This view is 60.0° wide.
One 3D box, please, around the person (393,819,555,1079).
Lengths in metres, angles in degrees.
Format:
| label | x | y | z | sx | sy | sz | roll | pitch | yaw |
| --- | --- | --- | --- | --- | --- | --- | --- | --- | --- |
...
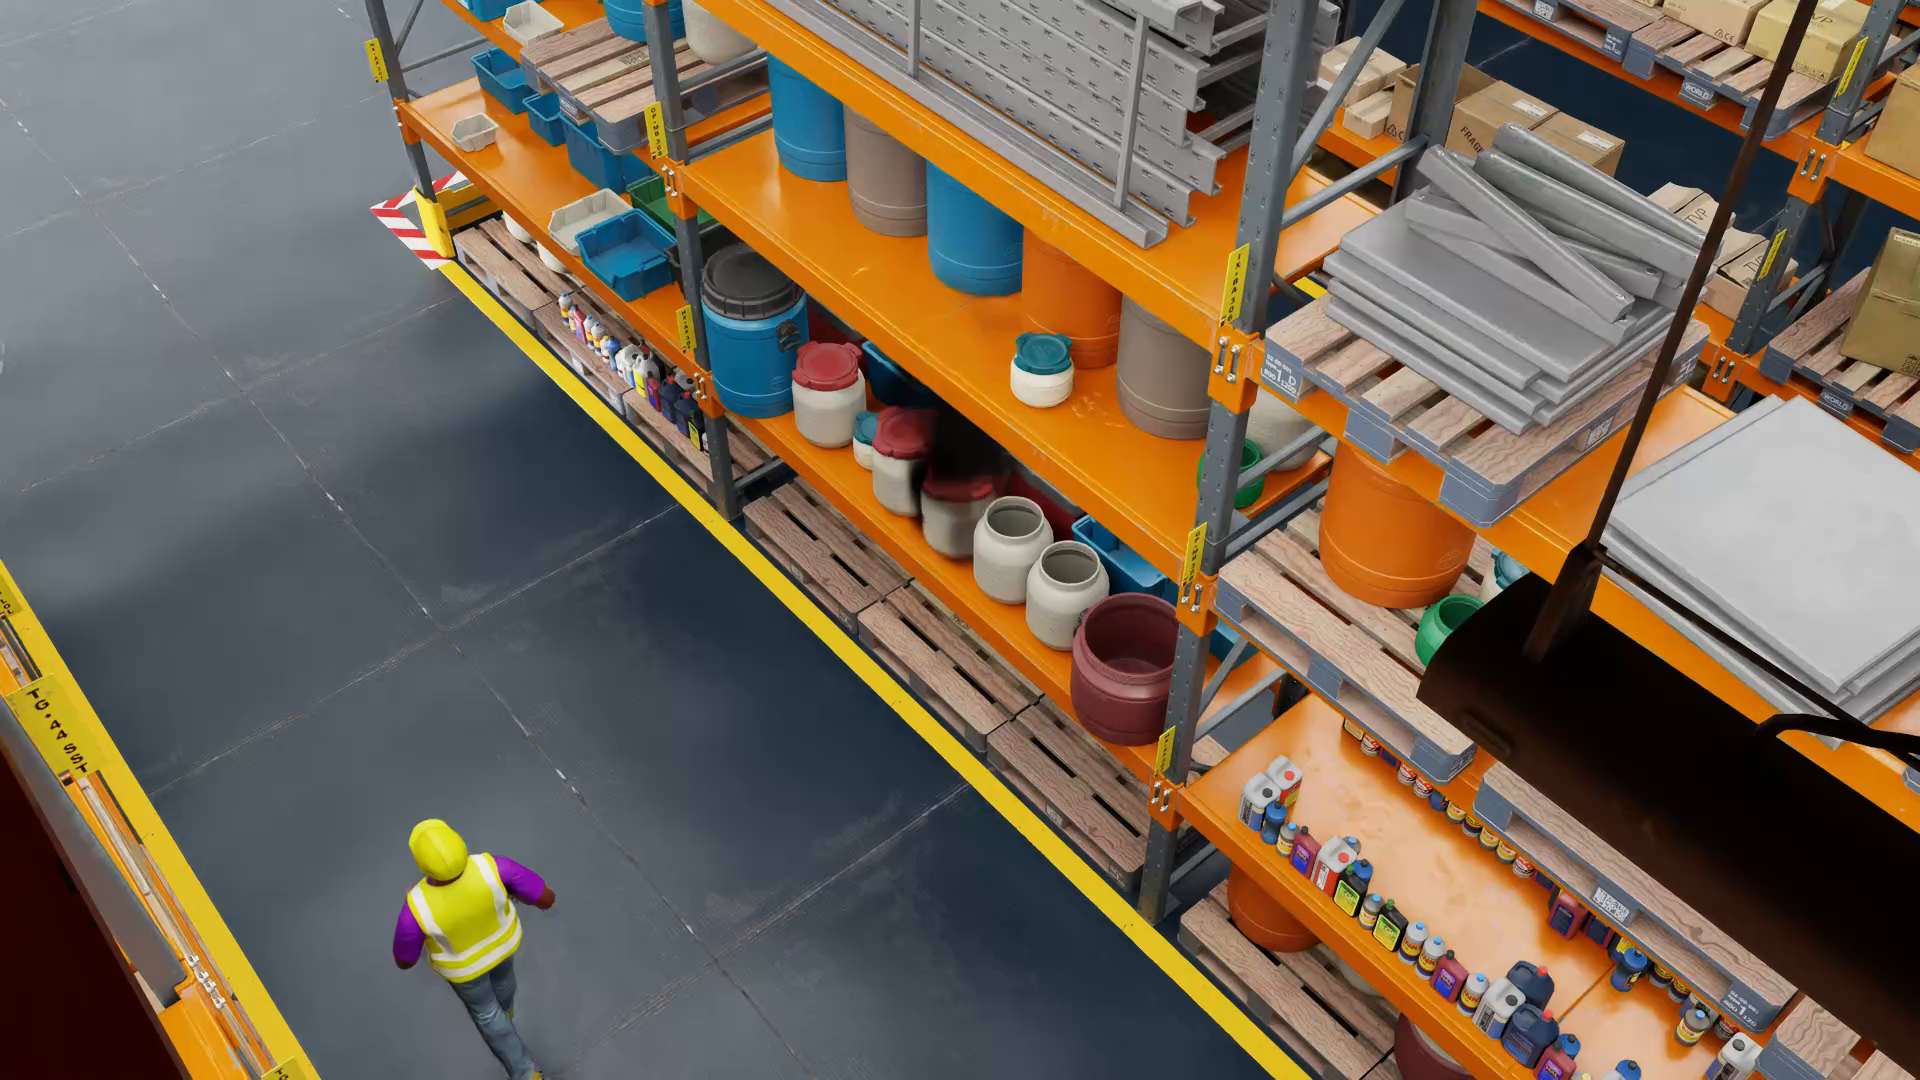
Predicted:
| label | x | y | z | sx | sy | sz | roll | pitch | yaw |
| --- | --- | --- | --- | --- | --- | --- | --- | --- | --- |
| person | -2.204 | 1.860 | 7.607 | 0.701 | 1.801 | 0.777 | -31 | 54 | -26 |
